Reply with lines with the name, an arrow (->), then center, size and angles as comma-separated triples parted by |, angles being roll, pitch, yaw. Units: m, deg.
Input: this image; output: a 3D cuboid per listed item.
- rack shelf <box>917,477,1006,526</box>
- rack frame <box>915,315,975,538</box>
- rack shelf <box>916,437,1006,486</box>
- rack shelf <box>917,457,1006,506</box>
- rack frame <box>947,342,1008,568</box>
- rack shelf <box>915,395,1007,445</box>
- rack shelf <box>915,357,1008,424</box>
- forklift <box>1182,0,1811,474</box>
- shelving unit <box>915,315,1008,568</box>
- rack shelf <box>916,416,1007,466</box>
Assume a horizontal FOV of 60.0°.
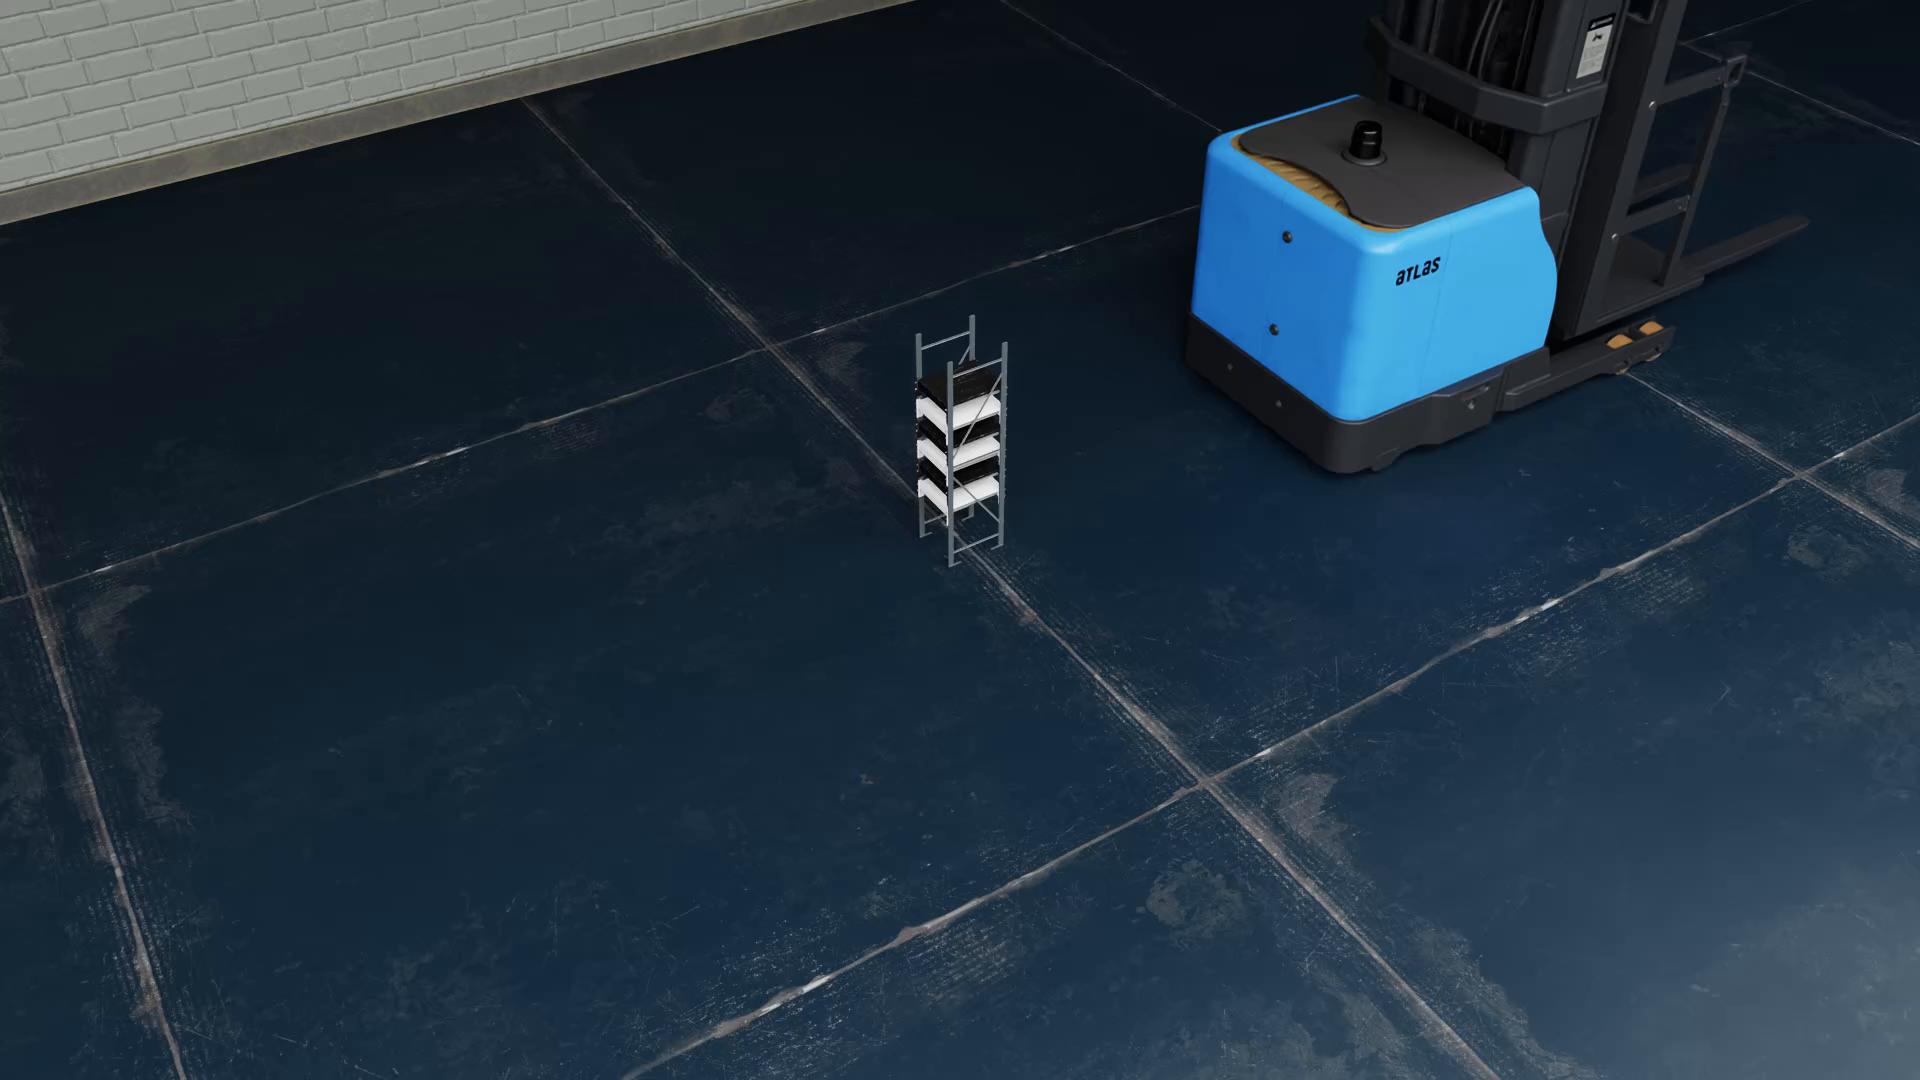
rack shelf -> 0.004, -0.177, 6.093 | 0.258, 0.077, 0.200 | -22, 45, -24
rack frame -> -0.050, -0.396, 6.023 | 0.240, 0.900, 0.006 | -22, 45, -24
rack shelf -> 0.004, -0.316, 5.978 | 0.258, 0.077, 0.200 | -22, 45, -24
rack shelf -> 0.004, -0.247, 6.036 | 0.258, 0.077, 0.200 | -22, 45, -24
rack frame -> 0.059, -0.286, 5.891 | 0.240, 0.900, 0.006 | -22, 45, -24
rack shelf -> 0.004, -0.454, 5.863 | 0.258, 0.077, 0.200 | -22, 45, -24
rack shelf -> 0.004, -0.523, 5.805 | 0.258, 0.077, 0.200 | -22, 45, -24
forklift -> 2.467, -2.098, 6.479 | 3.031, 2.935, 1.130 | -22, 44, -24
shelving unit -> 0.004, -0.341, 5.957 | 0.258, 0.900, 0.210 | -22, 45, -24
rack shelf -> 0.004, -0.385, 5.920 | 0.258, 0.077, 0.200 | -22, 45, -24
